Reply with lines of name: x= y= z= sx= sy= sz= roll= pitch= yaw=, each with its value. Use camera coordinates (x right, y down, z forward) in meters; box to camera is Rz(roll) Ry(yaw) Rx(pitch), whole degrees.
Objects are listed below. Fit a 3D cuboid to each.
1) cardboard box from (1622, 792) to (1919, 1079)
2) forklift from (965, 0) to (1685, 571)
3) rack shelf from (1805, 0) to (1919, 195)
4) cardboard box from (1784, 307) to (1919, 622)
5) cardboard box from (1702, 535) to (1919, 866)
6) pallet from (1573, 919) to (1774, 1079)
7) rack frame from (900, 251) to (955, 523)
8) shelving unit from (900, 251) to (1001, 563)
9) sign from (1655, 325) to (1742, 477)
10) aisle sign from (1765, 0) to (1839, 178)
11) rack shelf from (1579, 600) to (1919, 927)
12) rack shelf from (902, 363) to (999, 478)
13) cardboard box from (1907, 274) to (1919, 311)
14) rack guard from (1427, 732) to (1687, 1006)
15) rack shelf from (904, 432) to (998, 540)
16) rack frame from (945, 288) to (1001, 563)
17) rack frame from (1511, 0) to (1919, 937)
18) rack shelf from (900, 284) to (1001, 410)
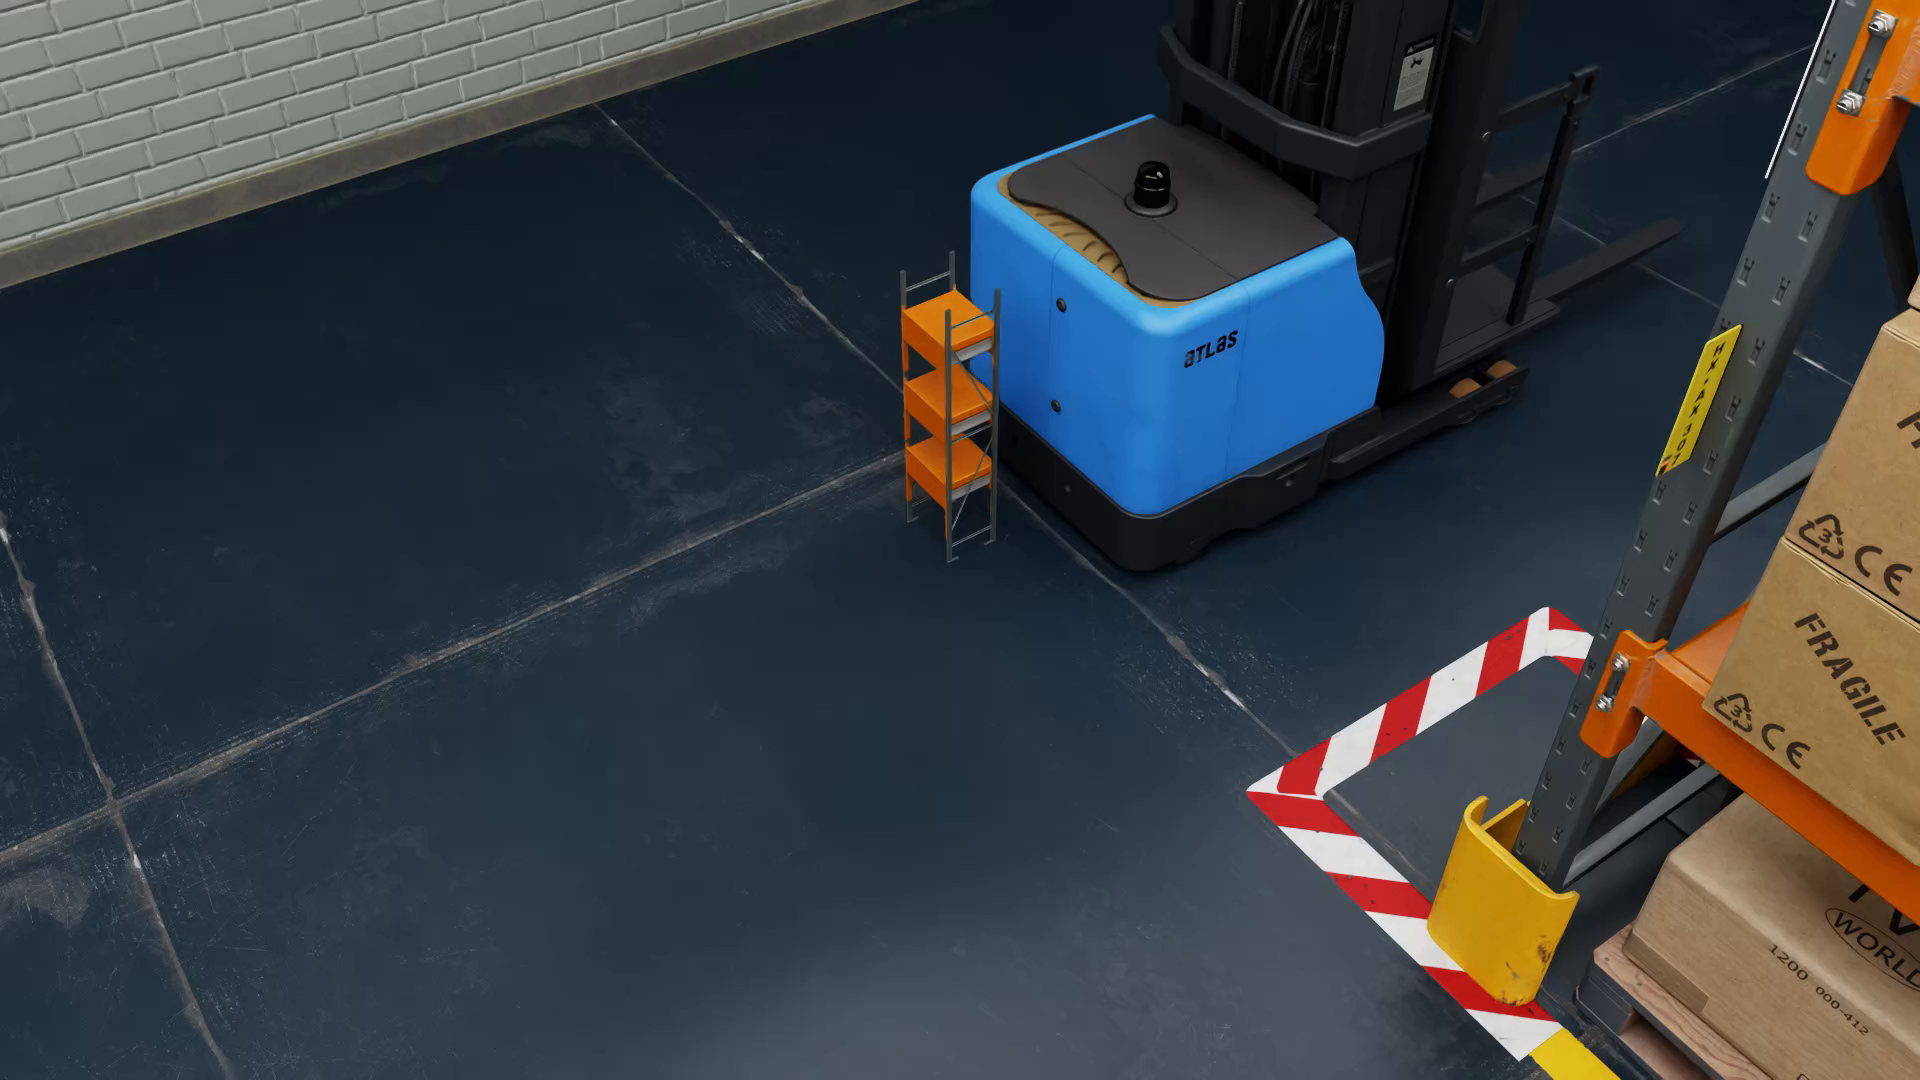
cardboard box: x=2.322 y=0.974 z=4.109 sx=0.875 sy=0.438 sz=0.875 roll=-27 pitch=50 yaw=-26
forklift: x=1.520 y=-1.770 z=5.481 sx=3.031 sy=2.935 sz=1.130 roll=-26 pitch=49 yaw=-24
rack shelf: x=3.007 y=0.173 z=1.745 sx=1.077 sy=0.370 sz=4.000 roll=-26 pitch=49 yaw=-24
cardboard box: x=1.904 y=-0.148 z=2.937 sx=0.500 sy=0.500 sz=0.500 roll=-27 pitch=50 yaw=-25
cardboard box: x=1.902 y=0.214 z=3.281 sx=0.500 sy=0.500 sz=0.500 roll=-26 pitch=49 yaw=-25
pallet: x=2.384 y=1.296 z=4.240 sx=1.003 sy=0.211 sz=1.213 roll=-26 pitch=49 yaw=-24
rack frame: x=-0.100 y=-0.479 z=5.492 sx=0.200 sy=1.050 sz=0.008 roll=-26 pitch=49 yaw=-24
shelving unit: x=-0.031 y=-0.410 z=5.419 sx=0.215 sy=1.050 sz=0.252 roll=-26 pitch=49 yaw=-24
sign: x=1.404 y=-0.261 z=3.167 sx=0.100 sy=0.325 sz=0.005 roll=-26 pitch=49 yaw=-24
aisle sign: x=1.584 y=-1.002 z=2.744 sx=0.394 sy=0.787 sz=0.004 roll=-26 pitch=49 yaw=-24
rack shelf: x=3.007 y=1.258 z=2.781 sx=1.077 sy=0.370 sz=4.000 roll=-26 pitch=49 yaw=-24
rack shelf: x=-0.031 y=-0.402 z=5.427 sx=0.215 sy=0.259 sz=0.240 roll=-26 pitch=49 yaw=-24
cardboard box: x=1.839 y=-0.457 z=2.790 sx=0.380 sy=0.149 sz=0.250 roll=-25 pitch=49 yaw=-24
rack guard: x=1.849 y=0.755 z=4.597 sx=1.175 sy=0.500 sz=0.348 roll=-26 pitch=49 yaw=-24
rack shelf: x=-0.031 y=-0.201 z=5.618 sx=0.215 sy=0.259 sz=0.240 roll=-26 pitch=49 yaw=-24
rack frame: x=0.039 y=-0.341 z=5.347 sx=0.200 sy=1.050 sz=0.008 roll=-26 pitch=49 yaw=-24
rack frame: x=1.863 y=-0.135 z=3.719 sx=1.000 sy=3.000 sz=0.127 roll=-26 pitch=49 yaw=-24
rack shelf: x=-0.031 y=-0.608 z=5.231 sx=0.215 sy=0.259 sz=0.240 roll=-26 pitch=49 yaw=-24
